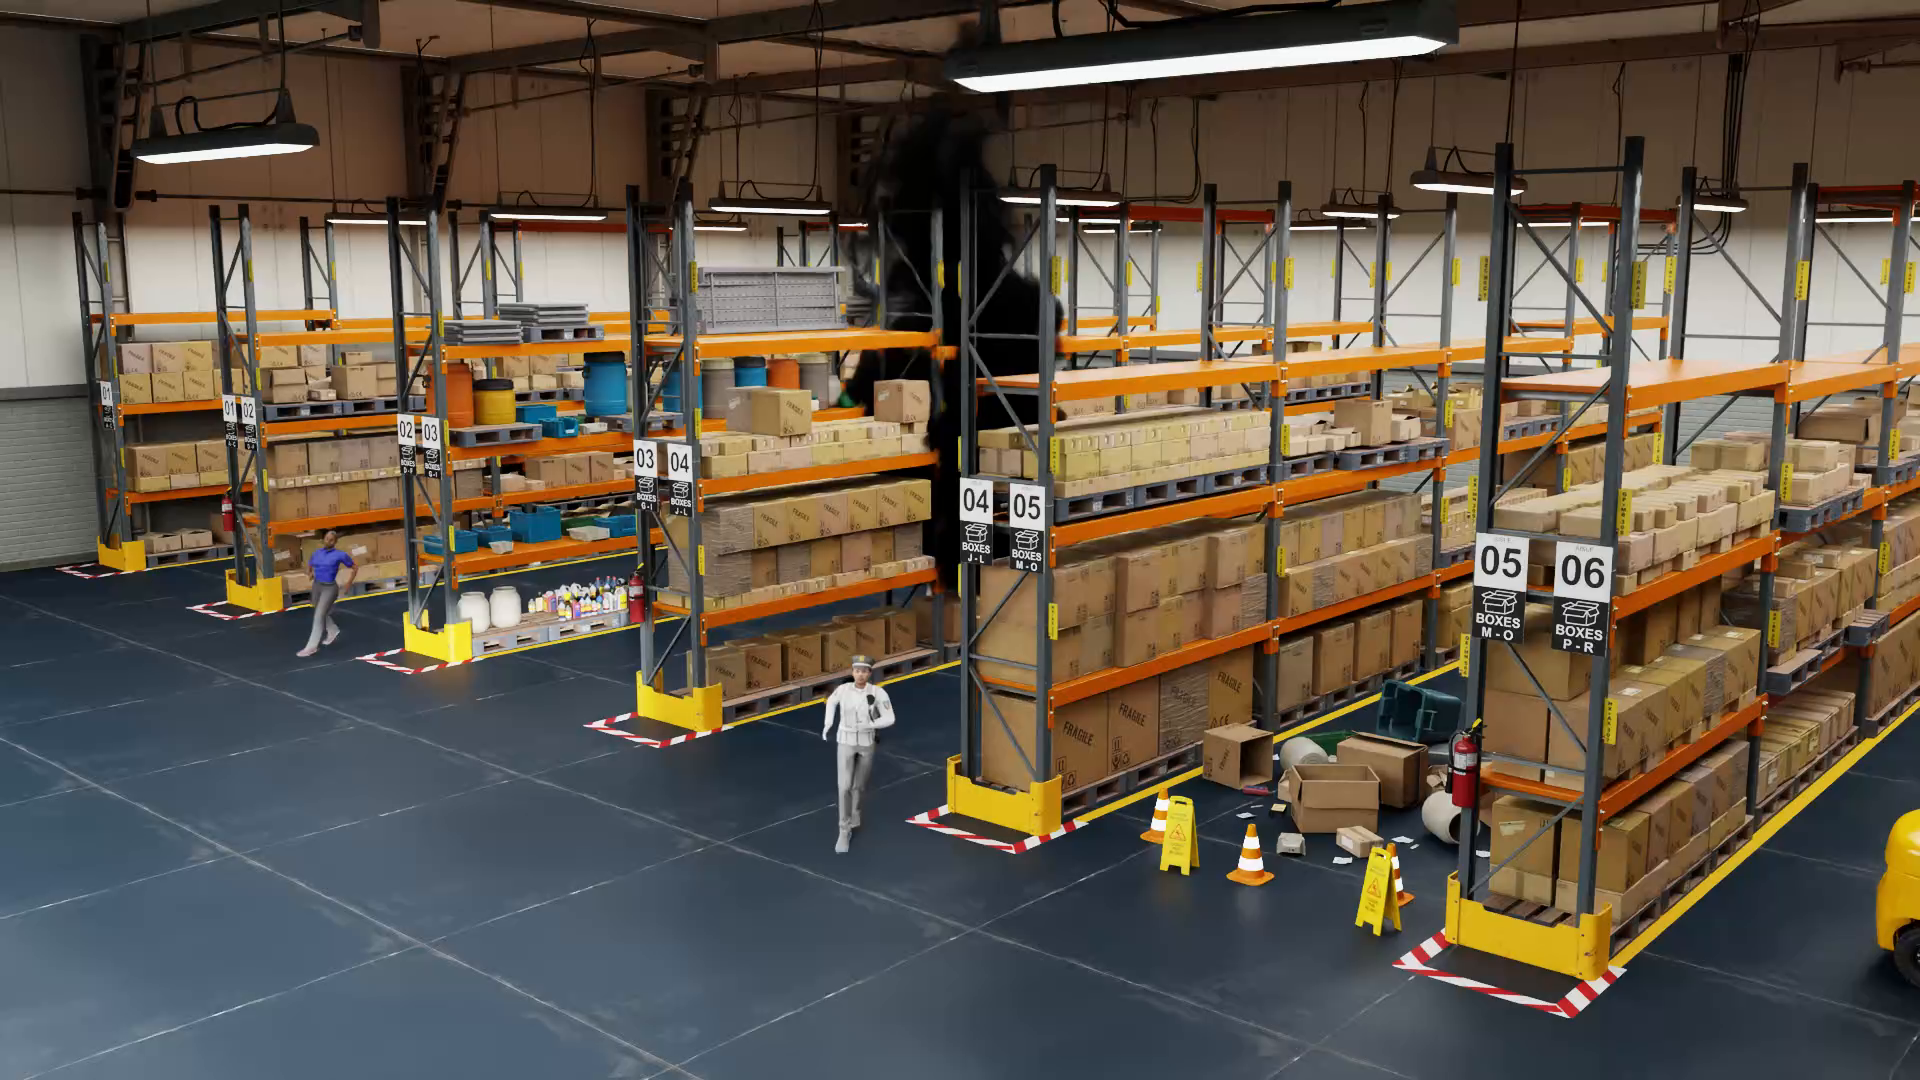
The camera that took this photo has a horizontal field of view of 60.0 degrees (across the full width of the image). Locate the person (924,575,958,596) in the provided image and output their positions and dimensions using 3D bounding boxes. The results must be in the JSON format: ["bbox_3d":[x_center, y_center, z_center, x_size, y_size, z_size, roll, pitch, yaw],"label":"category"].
[{"bbox_3d":[-0.320,0.079,25.514,0.720,1.746,0.912,6,11,34],"label":"person"}]

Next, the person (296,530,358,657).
[{"bbox_3d":[-8.439,0.684,22.132,0.636,1.614,0.913,3,10,18],"label":"person"}]

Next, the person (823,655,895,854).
[{"bbox_3d":[-0.907,1.872,14.953,0.644,1.741,0.786,-1,10,-5],"label":"person"}]
